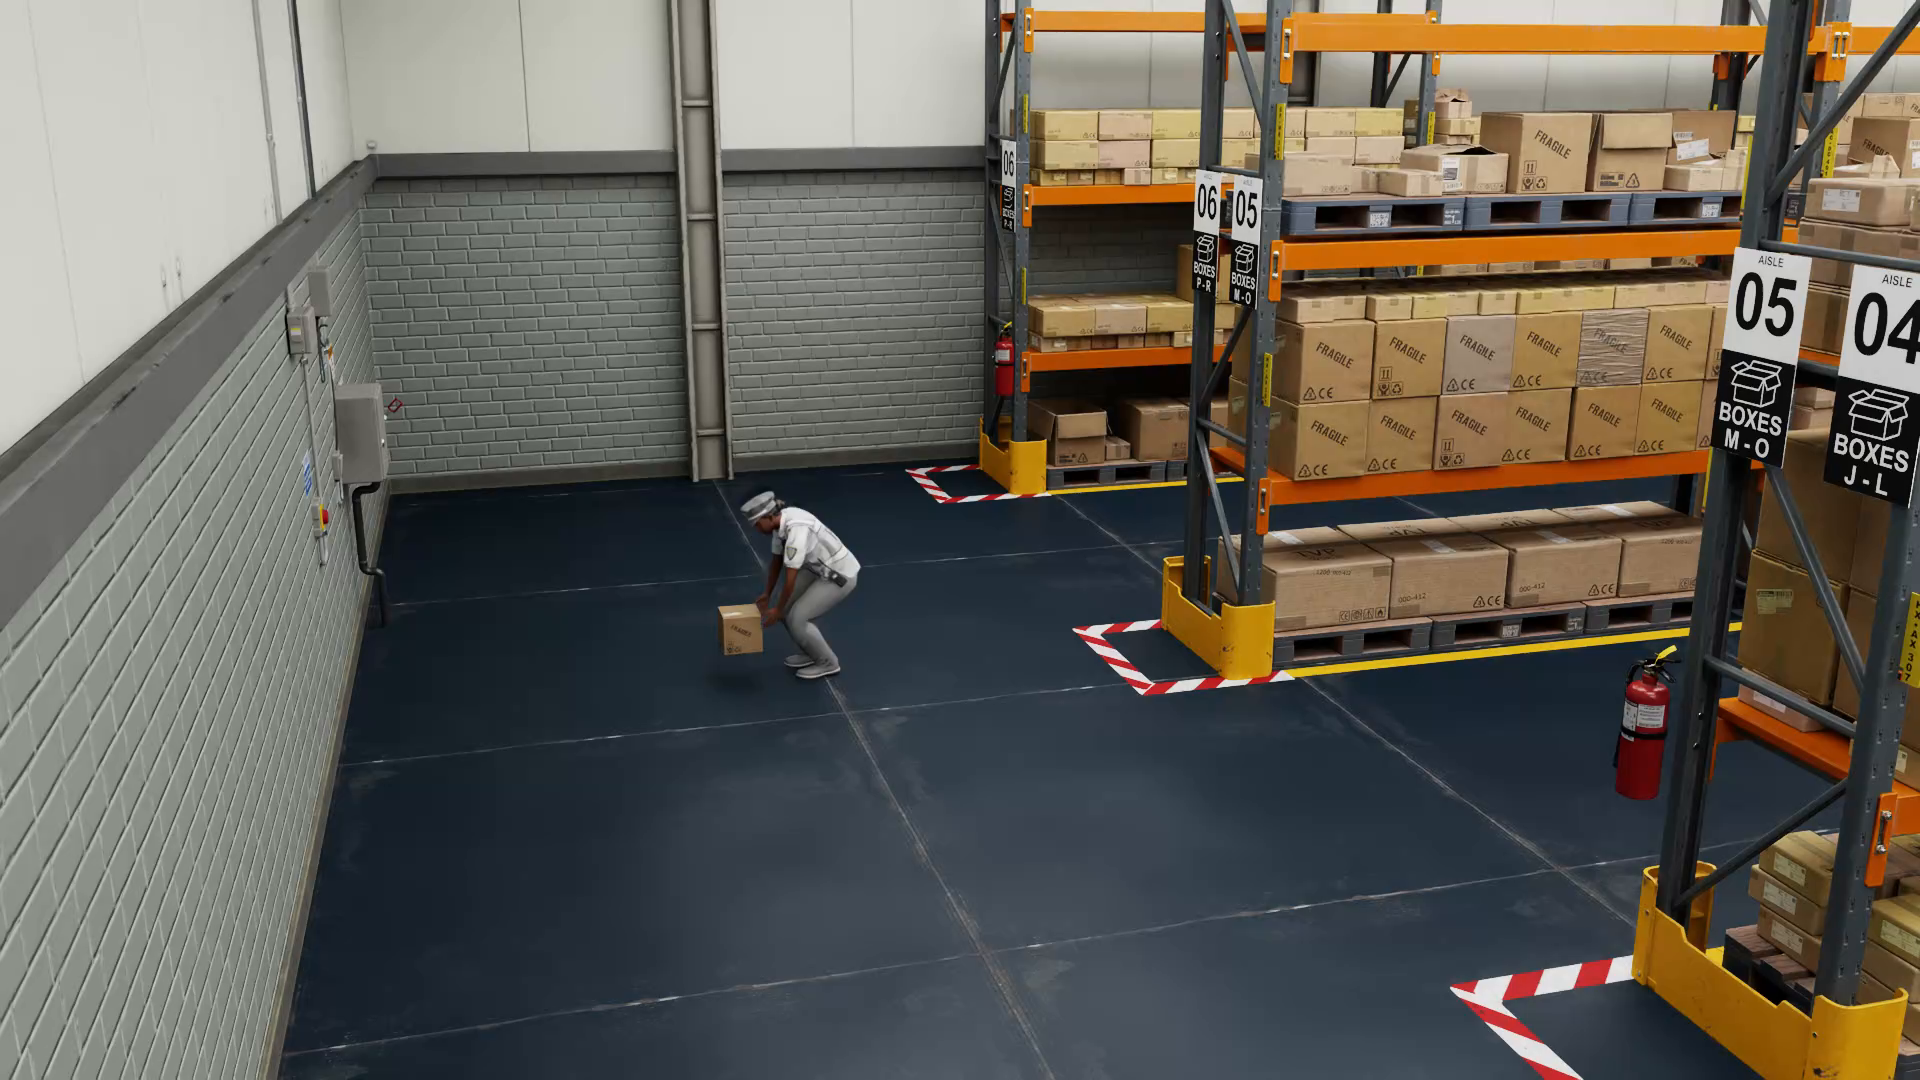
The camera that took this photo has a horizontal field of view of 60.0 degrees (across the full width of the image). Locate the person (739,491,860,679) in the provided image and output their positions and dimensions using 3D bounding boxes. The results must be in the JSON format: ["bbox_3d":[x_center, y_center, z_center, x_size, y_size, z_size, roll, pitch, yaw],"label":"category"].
[{"bbox_3d":[-1.032,0.279,10.824,0.777,1.249,0.496,-4,17,-15],"label":"person"}]
